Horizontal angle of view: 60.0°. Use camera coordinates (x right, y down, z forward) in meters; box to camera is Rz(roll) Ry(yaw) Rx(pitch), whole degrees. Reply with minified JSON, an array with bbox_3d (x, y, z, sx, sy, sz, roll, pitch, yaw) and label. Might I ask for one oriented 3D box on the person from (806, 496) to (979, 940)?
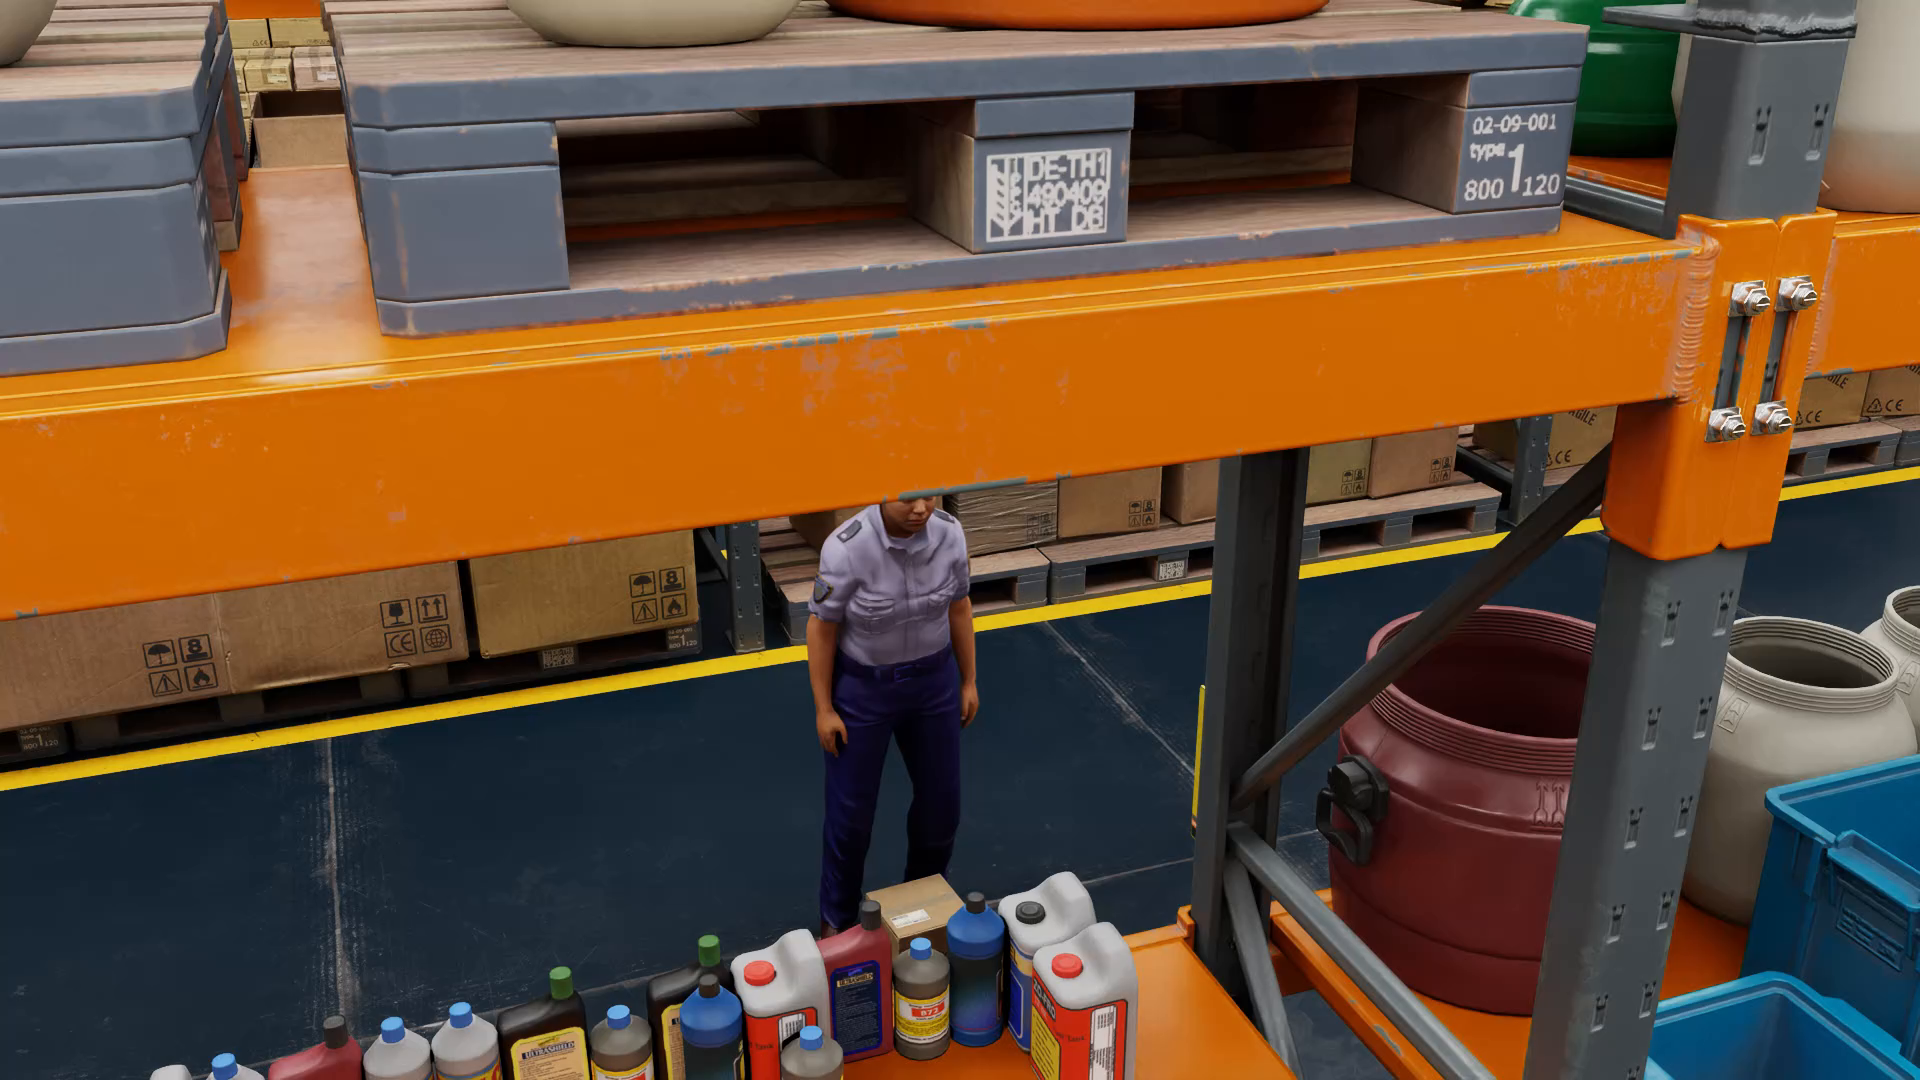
[{"bbox_3d":[-0.206,0.476,4.965,0.564,1.652,0.374,-10,25,-22],"label":"person"}]
